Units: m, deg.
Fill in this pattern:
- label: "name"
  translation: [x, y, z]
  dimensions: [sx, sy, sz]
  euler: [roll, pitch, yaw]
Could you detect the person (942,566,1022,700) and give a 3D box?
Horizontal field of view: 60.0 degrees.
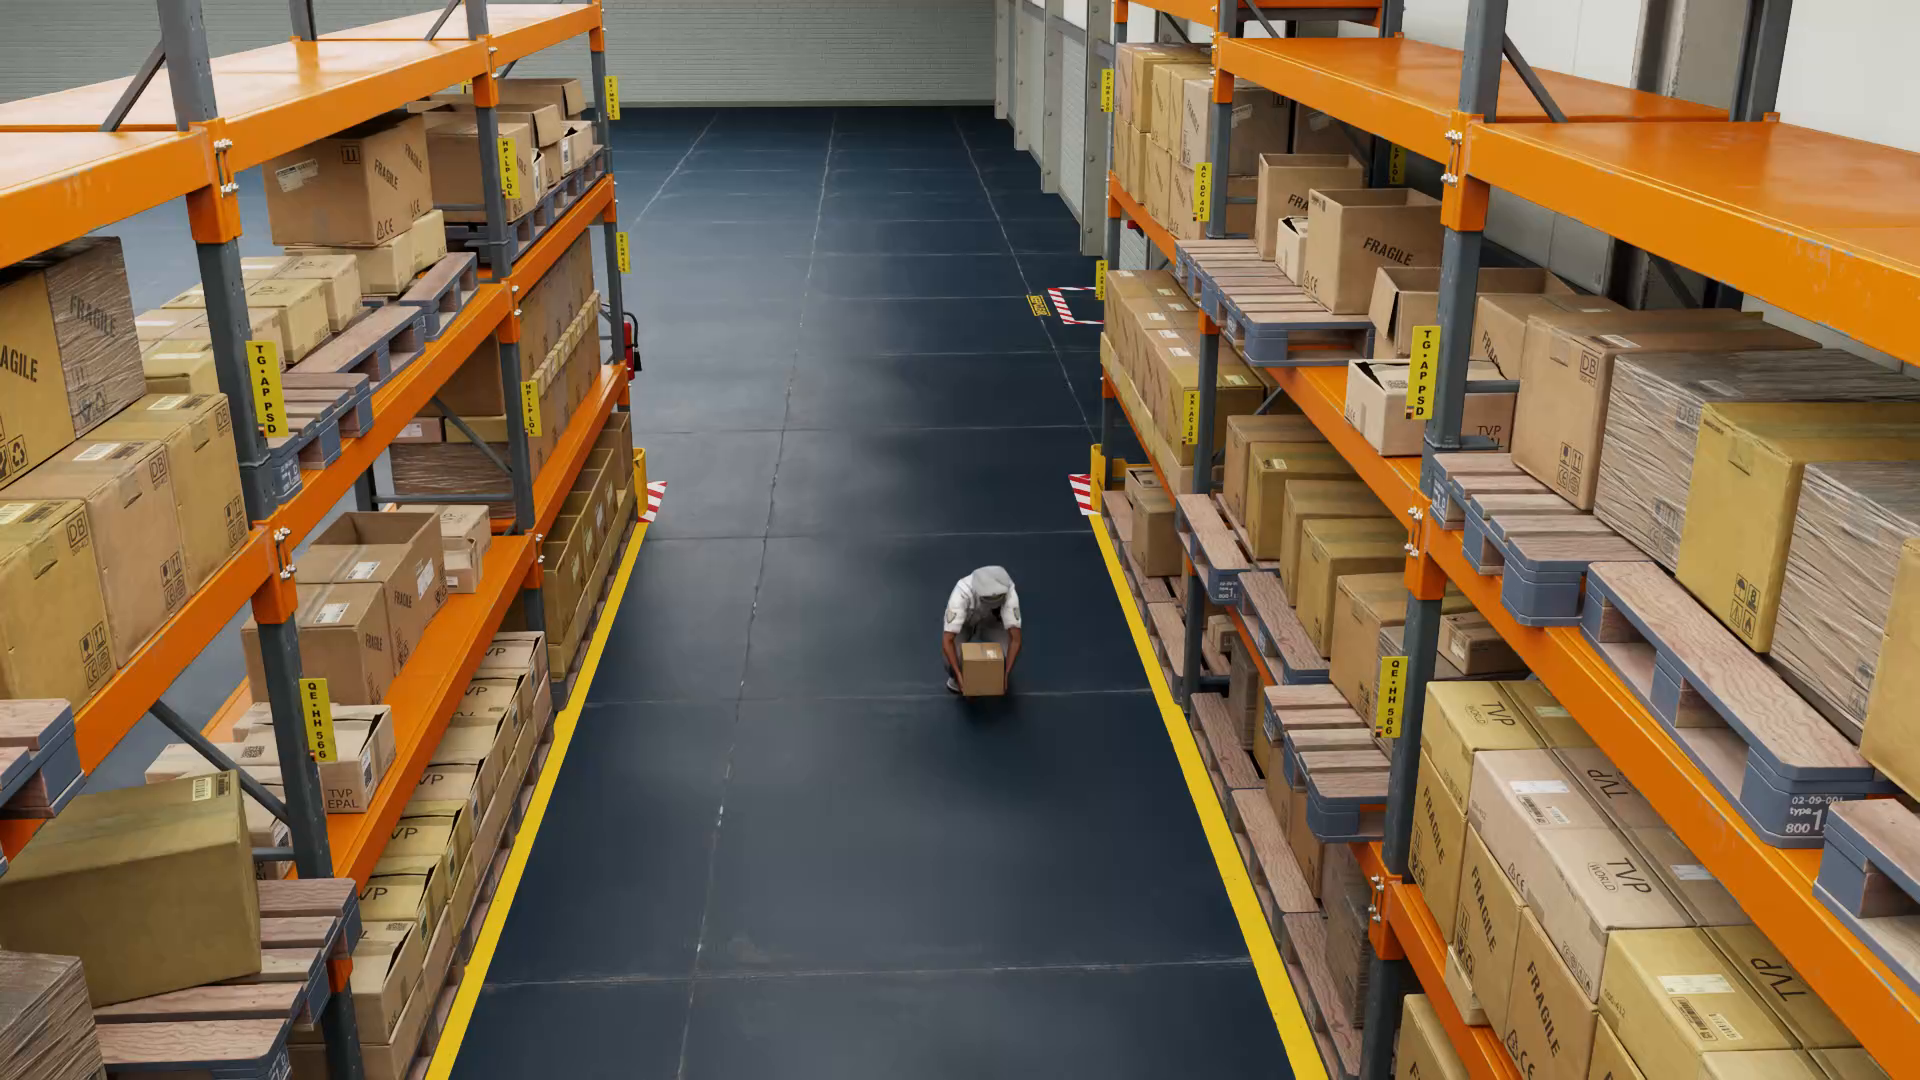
- label: "person"
  translation: [0.129, 0.552, 10.643]
  dimensions: [0.508, 0.948, 0.843]
  euler: [-1, 21, -3]
